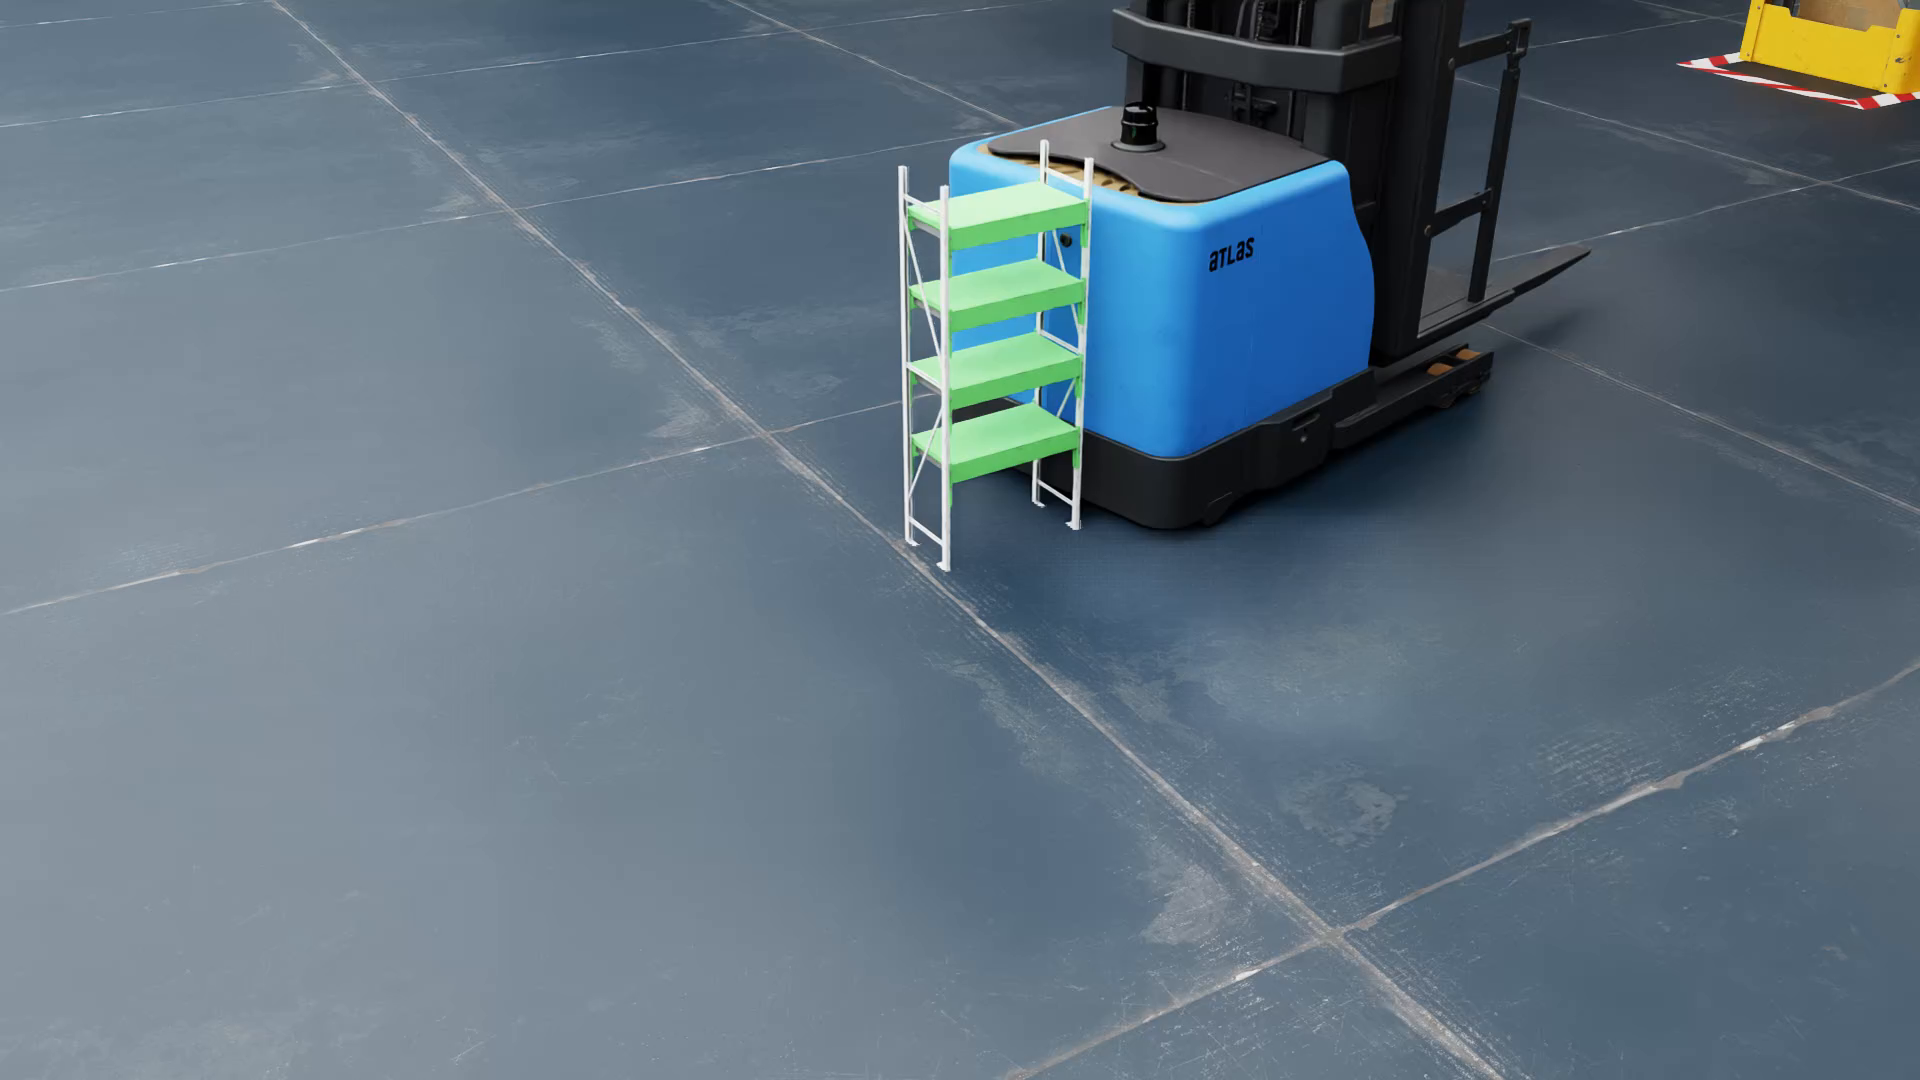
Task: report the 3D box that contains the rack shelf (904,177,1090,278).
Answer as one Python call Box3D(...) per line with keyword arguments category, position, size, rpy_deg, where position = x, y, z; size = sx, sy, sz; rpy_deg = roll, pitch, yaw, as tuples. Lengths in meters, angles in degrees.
Box3D(category="rack shelf", position=(0.104, -0.905, 4.786), size=(0.480, 0.148, 0.258), rpy_deg=(-17, 33, -28))

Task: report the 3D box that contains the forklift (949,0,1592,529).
Box3D(category="forklift", position=(1.355, -1.925, 5.705), size=(3.031, 2.935, 1.130), rpy_deg=(-25, 38, -38))

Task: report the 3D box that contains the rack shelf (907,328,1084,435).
Box3D(category="rack shelf", position=(0.104, -0.484, 5.018), size=(0.480, 0.148, 0.258), rpy_deg=(-17, 33, -28))

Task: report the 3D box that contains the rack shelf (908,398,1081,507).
Box3D(category="rack shelf", position=(0.104, -0.274, 5.134), size=(0.480, 0.148, 0.258), rpy_deg=(-17, 33, -28))

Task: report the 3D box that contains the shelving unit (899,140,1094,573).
Box3D(category="shelving unit", position=(0.104, -0.540, 4.987), size=(0.503, 1.200, 0.258), rpy_deg=(-17, 33, -28))

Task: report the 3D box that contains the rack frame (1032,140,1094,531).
Box3D(category="rack frame", position=(0.309, -0.604, 5.103), size=(0.015, 1.200, 0.240), rpy_deg=(-17, 33, -28))

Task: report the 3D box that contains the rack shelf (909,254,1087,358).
Box3D(category="rack shelf", position=(0.104, -0.695, 4.902), size=(0.480, 0.148, 0.258), rpy_deg=(-17, 33, -28))

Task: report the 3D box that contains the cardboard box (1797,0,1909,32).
Box3D(category="cardboard box", position=(6.168, -3.772, 10.745), size=(0.875, 0.875, 0.875), rpy_deg=(-16, 33, -26))

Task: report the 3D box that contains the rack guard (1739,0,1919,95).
Box3D(category="rack guard", position=(5.596, -3.225, 10.576), size=(0.348, 0.500, 1.175), rpy_deg=(-16, 33, -26))

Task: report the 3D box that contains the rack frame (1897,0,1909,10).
Box3D(category="rack frame", position=(5.615, -4.326, 9.985), size=(0.053, 2.616, 0.949), rpy_deg=(-16, 33, -26))

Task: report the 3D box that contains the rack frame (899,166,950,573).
Box3D(category="rack frame", position=(-0.101, -0.476, 4.871), size=(0.015, 1.200, 0.240), rpy_deg=(-17, 33, -28))
